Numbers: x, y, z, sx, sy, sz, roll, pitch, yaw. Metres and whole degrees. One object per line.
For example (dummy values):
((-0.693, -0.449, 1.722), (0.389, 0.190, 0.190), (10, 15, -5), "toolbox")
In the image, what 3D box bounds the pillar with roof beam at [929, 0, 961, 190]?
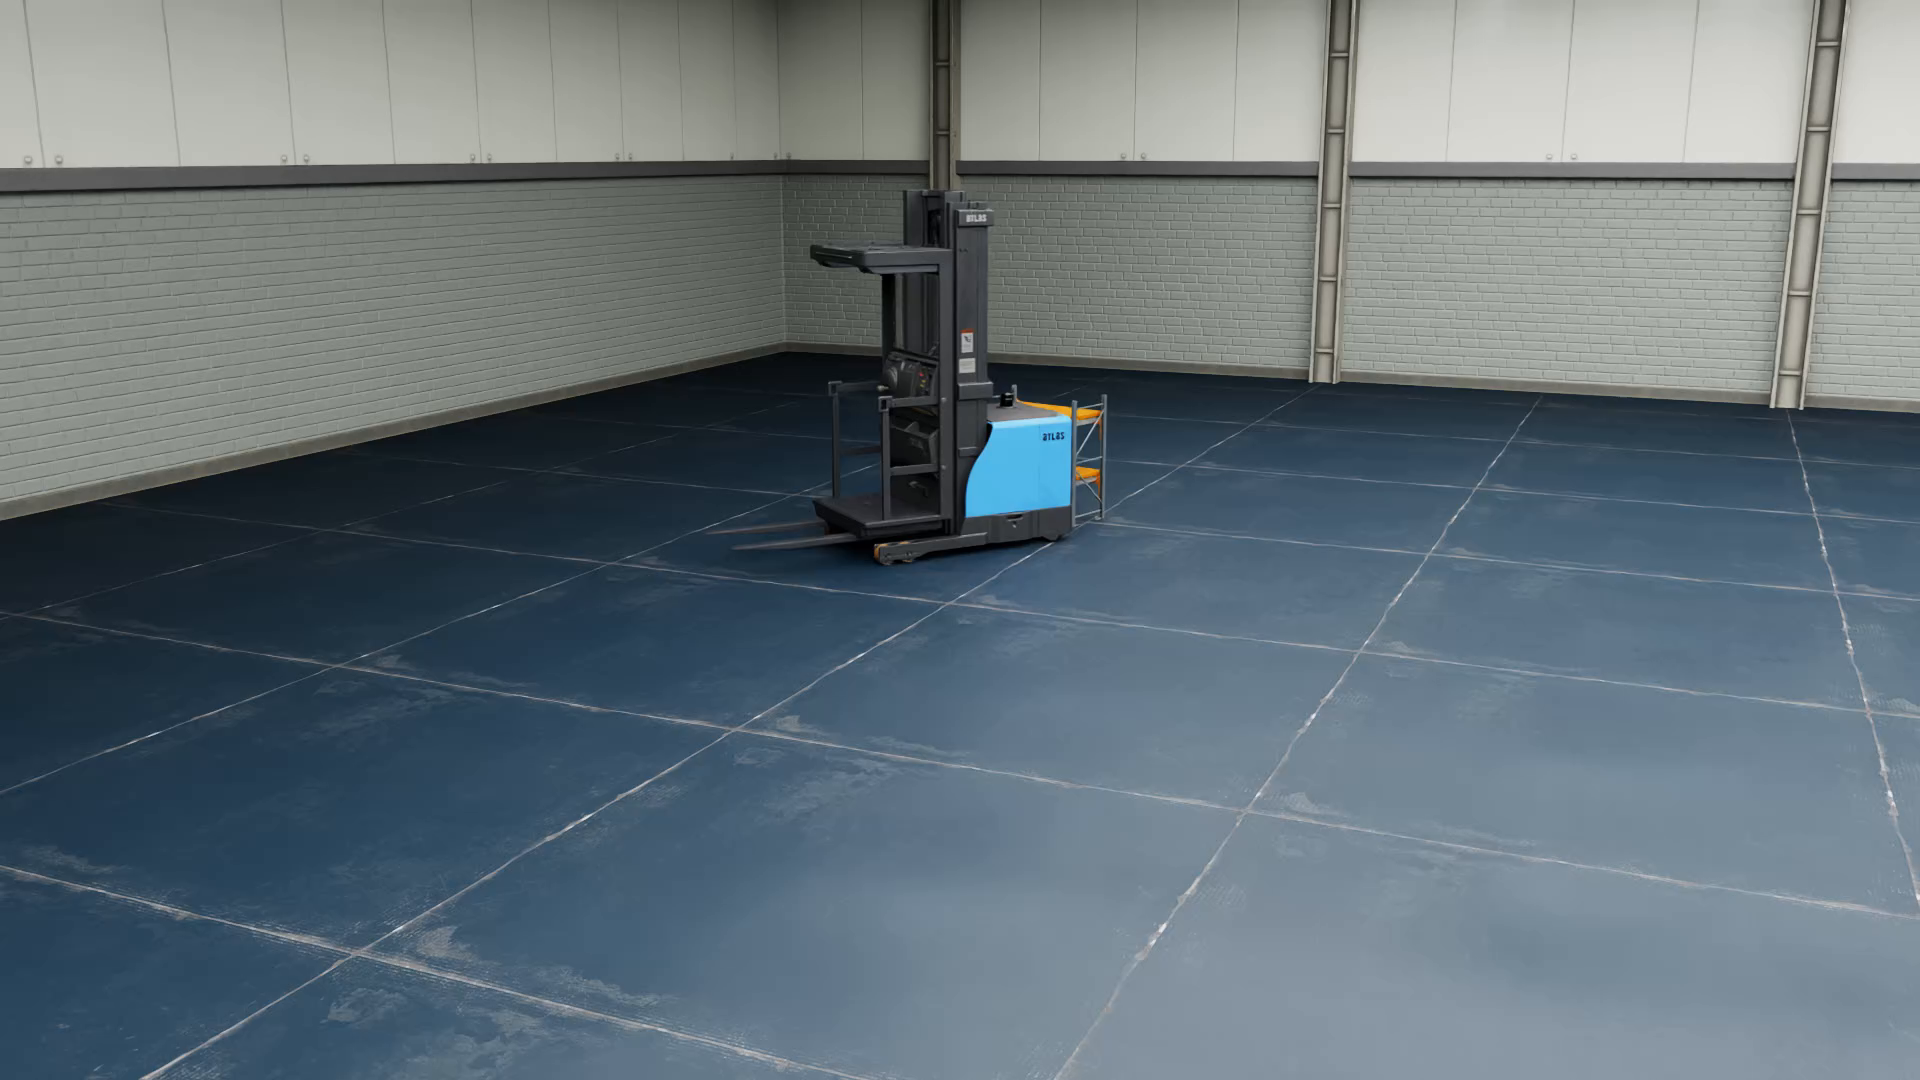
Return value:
((-1.971, -6.322, 21.498), (0.400, 9.000, 9.100), (6, 14, 23), "pillar with roof beam")

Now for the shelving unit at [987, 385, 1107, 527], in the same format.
((0.751, -0.780, 15.119), (1.048, 1.125, 0.538), (11, 17, 38), "shelving unit")

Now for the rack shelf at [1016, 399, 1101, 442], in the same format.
((0.751, -1.065, 15.052), (1.000, 0.278, 0.538), (11, 17, 38), "rack shelf")

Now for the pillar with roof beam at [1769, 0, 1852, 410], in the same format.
((9.000, -5.212, 16.766), (0.400, 9.000, 9.100), (6, 14, 23), "pillar with roof beam")

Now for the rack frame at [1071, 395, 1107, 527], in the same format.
((1.143, -0.707, 14.804), (0.032, 1.125, 0.500), (11, 17, 38), "rack frame")

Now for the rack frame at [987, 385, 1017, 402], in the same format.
((0.358, -0.854, 15.433), (0.032, 1.125, 0.500), (11, 17, 38), "rack frame")

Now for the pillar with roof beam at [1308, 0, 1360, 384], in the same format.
((3.514, -5.767, 19.132), (0.400, 9.000, 9.100), (6, 14, 23), "pillar with roof beam")

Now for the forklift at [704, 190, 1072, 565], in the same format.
((-0.589, -1.365, 13.657), (3.031, 2.935, 1.130), (-7, 15, -27), "forklift")

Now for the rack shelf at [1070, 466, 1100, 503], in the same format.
((0.751, -0.542, 15.174), (1.000, 0.278, 0.538), (11, 17, 38), "rack shelf")
